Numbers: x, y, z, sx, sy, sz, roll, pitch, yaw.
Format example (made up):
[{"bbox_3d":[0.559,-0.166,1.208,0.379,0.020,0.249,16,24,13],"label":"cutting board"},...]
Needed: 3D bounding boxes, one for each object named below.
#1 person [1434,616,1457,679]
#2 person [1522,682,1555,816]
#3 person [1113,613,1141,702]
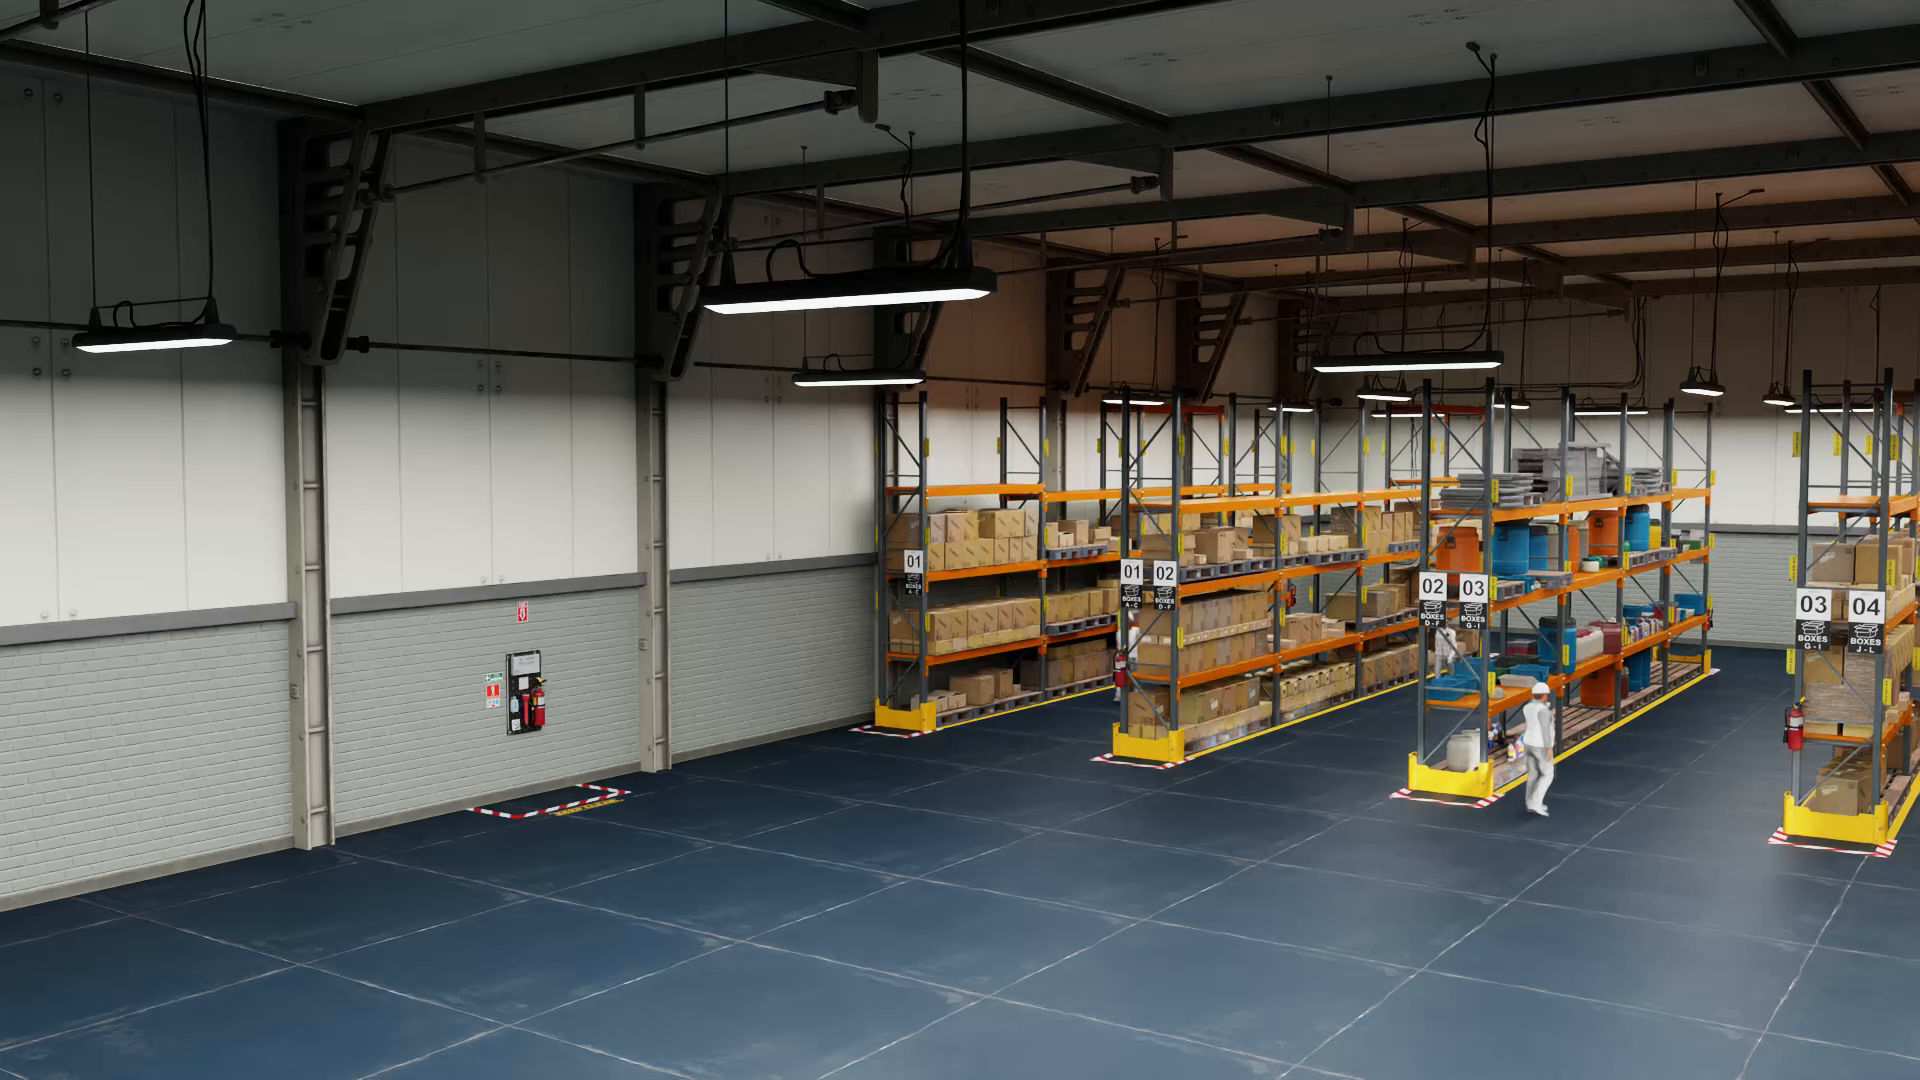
[{"bbox_3d":[9.742,2.313,33.398,0.492,1.622,1.034,2,4,32],"label":"person"},{"bbox_3d":[7.942,2.866,22.858,0.440,1.817,0.587,-1,3,-14],"label":"person"},{"bbox_3d":[3.315,2.299,32.814,0.569,1.736,1.087,1,3,19],"label":"person"}]
